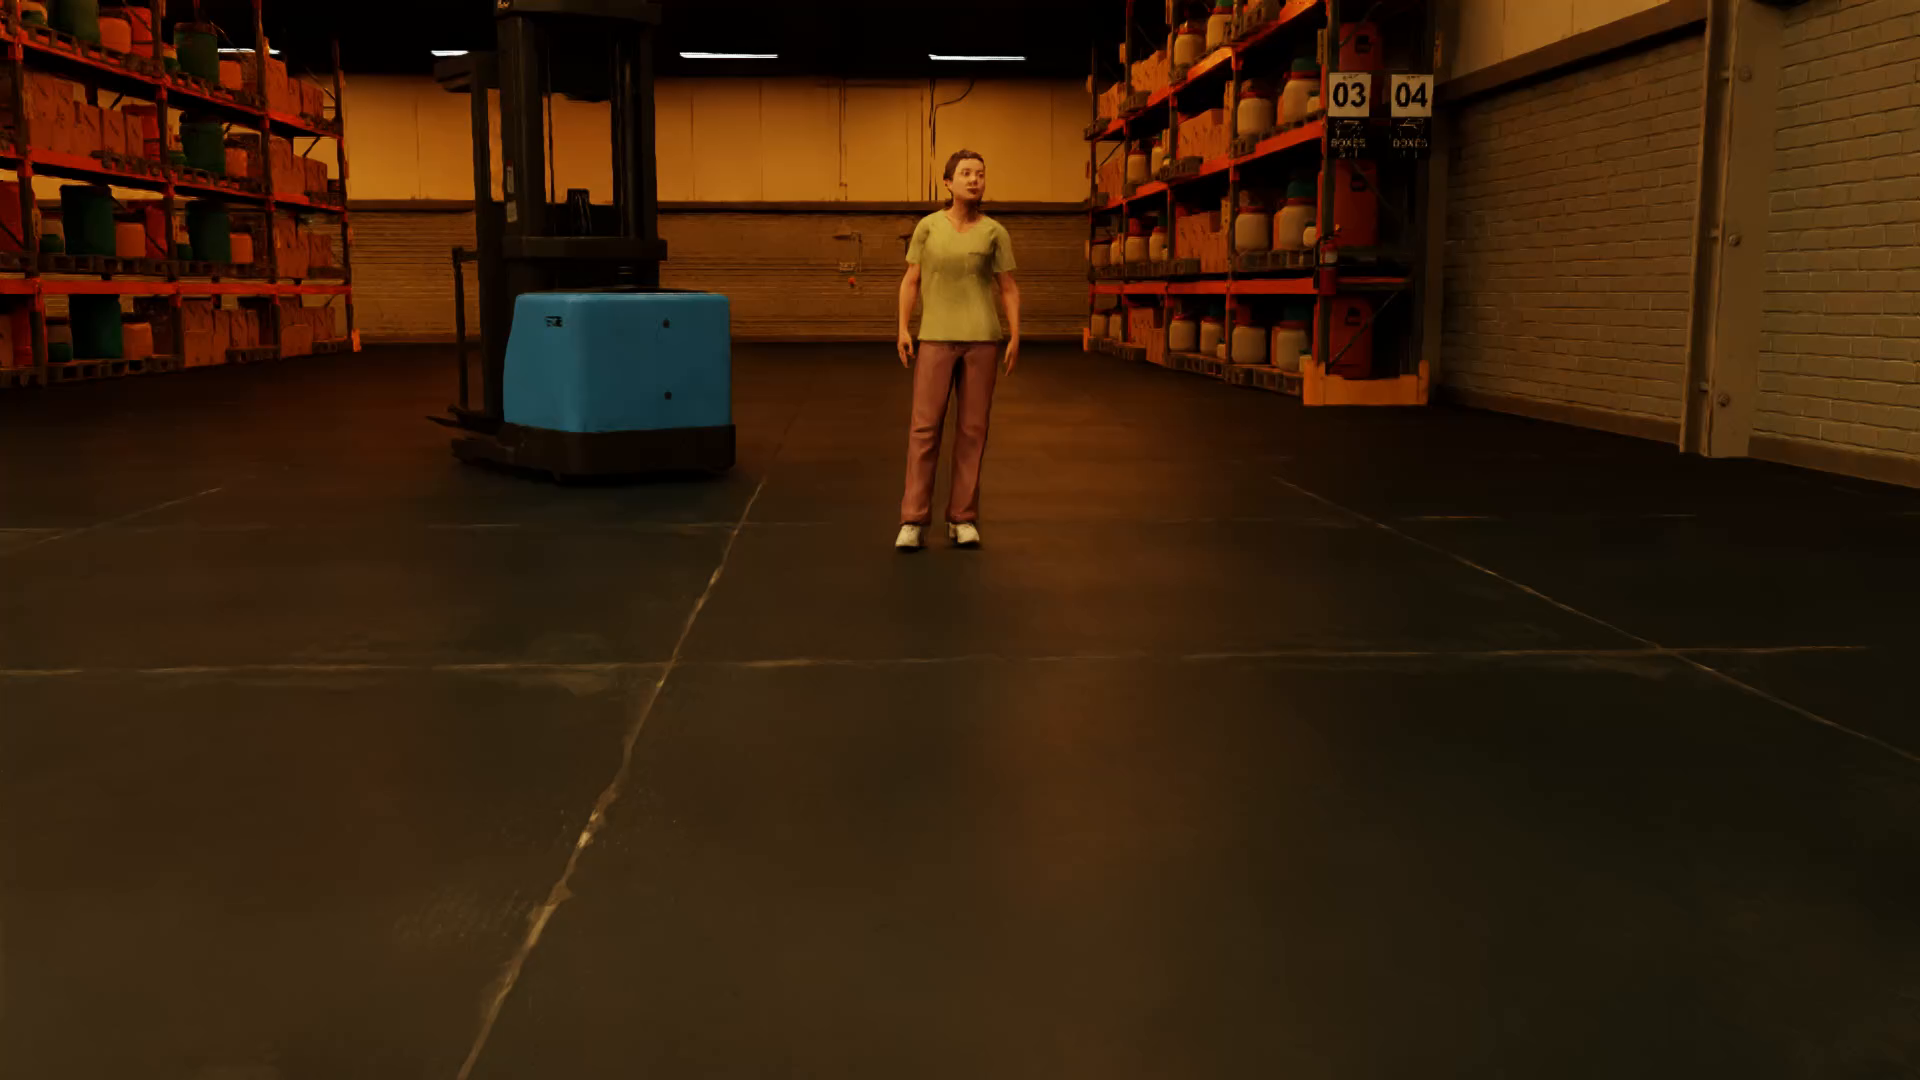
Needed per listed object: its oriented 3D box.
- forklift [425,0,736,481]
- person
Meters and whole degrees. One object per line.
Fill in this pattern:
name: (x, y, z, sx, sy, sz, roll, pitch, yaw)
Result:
forklift: (-2.597, -1.954, 10.492, 1.130, 2.935, 3.031, -6, 10, -36)
person: (-0.007, -0.825, 7.112, 0.554, 1.674, 0.548, -1, 8, -4)
